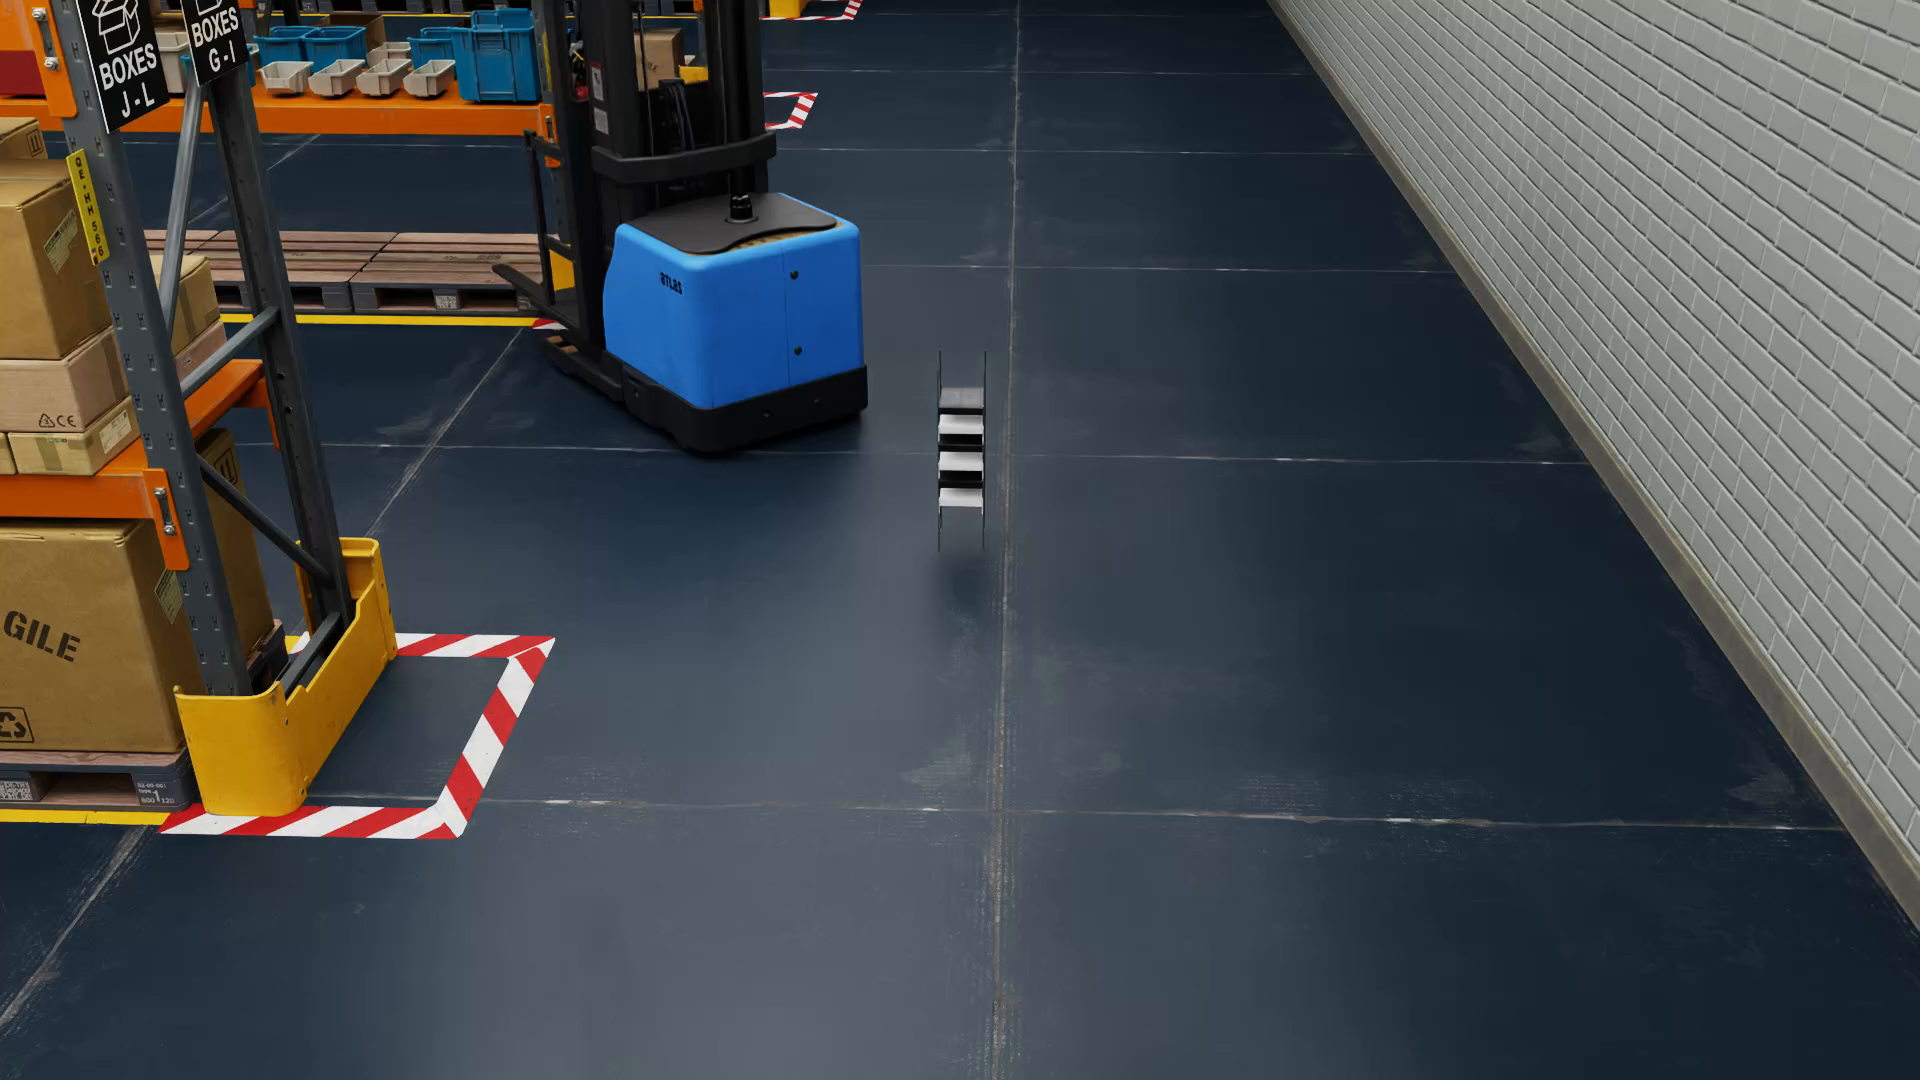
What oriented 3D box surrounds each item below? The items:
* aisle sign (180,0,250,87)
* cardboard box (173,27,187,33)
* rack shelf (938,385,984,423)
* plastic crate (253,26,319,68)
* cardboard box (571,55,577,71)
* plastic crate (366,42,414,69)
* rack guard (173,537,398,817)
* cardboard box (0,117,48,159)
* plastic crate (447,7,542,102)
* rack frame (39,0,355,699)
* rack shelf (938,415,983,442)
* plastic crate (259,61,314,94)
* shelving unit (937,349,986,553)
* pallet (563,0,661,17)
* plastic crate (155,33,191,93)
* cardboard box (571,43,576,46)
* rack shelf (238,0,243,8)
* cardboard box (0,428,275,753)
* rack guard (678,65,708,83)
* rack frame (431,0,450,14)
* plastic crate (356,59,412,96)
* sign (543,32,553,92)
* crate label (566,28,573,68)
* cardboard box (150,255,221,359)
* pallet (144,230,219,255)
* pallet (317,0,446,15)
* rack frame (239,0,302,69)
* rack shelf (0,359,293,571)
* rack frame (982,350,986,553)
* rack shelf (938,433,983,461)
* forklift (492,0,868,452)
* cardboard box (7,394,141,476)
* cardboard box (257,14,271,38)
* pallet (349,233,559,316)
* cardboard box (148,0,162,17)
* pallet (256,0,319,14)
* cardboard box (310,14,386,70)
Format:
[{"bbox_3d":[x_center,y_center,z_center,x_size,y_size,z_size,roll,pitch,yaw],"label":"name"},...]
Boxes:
[{"bbox_3d":[-2.456,-1.907,5.369,0.004,0.787,0.394,1,28,2],"label":"aisle sign"},{"bbox_3d":[-6.686,-4.286,14.832,0.500,0.500,0.500,1,28,2],"label":"cardboard box"},{"bbox_3d":[0.008,-0.607,7.428,0.200,0.077,0.258,1,28,2],"label":"rack shelf"},{"bbox_3d":[-4.215,-3.075,10.463,0.300,0.233,0.416,1,28,2],"label":"plastic crate"},{"bbox_3d":[-3.686,-4.159,14.859,0.500,0.250,0.500,1,28,2],"label":"cardboard box"},{"bbox_3d":[-3.594,-3.061,10.539,0.298,0.136,0.250,1,28,2],"label":"plastic crate"},{"bbox_3d":[-2.514,0.486,6.300,0.348,0.500,1.175,1,28,2],"label":"rack guard"},{"bbox_3d":[-3.508,-1.158,5.774,0.500,0.500,0.500,0,28,1],"label":"cardboard box"},{"bbox_3d":[-2.705,-2.898,9.912,0.499,0.435,0.616,1,28,2],"label":"plastic crate"},{"bbox_3d":[-2.538,-0.619,5.715,0.127,3.000,1.000,1,28,2],"label":"rack frame"},{"bbox_3d":[0.008,-0.527,7.470,0.200,0.077,0.258,1,28,2],"label":"rack shelf"},{"bbox_3d":[-4.050,-2.777,10.004,0.250,0.136,0.298,1,28,2],"label":"plastic crate"},{"bbox_3d":[0.008,-0.397,7.539,0.210,0.900,0.258,1,28,2],"label":"shelving unit"},{"bbox_3d":[-4.032,-6.341,19.486,1.213,0.211,1.003,1,28,2],"label":"pallet"},{"bbox_3d":[-4.842,-2.866,10.017,0.530,0.282,0.437,1,28,2],"label":"plastic crate"},{"bbox_3d":[-3.718,-4.394,15.302,0.500,0.250,0.500,1,28,2],"label":"cardboard box"},{"bbox_3d":[-8.181,-5.037,14.818,4.000,0.370,1.077,1,28,2],"label":"rack shelf"},{"bbox_3d":[-3.181,0.161,6.064,0.875,0.875,0.875,1,28,2],"label":"cardboard box"},{"bbox_3d":[-2.261,-4.153,15.050,0.348,0.500,1.175,1,28,2],"label":"rack guard"},{"bbox_3d":[-6.011,-7.641,18.961,0.127,3.000,1.000,1,28,2],"label":"rack frame"},{"bbox_3d":[-3.474,-2.788,10.024,0.243,0.136,0.396,1,28,2],"label":"plastic crate"},{"bbox_3d":[-2.367,-2.752,9.564,0.005,0.325,0.100,1,28,2],"label":"sign"},{"bbox_3d":[-2.599,-3.048,10.412,0.303,0.233,0.416,1,28,2],"label":"crate label"},{"bbox_3d":[-3.009,-0.819,5.934,0.500,0.250,0.500,0,28,0],"label":"cardboard box"},{"bbox_3d":[-5.625,-1.778,10.878,1.213,0.211,1.003,1,28,2],"label":"pallet"},{"bbox_3d":[-6.785,-6.386,19.572,1.213,0.211,1.003,1,28,2],"label":"pallet"},{"bbox_3d":[-6.183,-5.322,14.587,0.127,3.000,1.000,1,28,2],"label":"rack frame"},{"bbox_3d":[-4.537,-0.334,5.946,4.000,0.370,1.077,1,28,2],"label":"rack shelf"},{"bbox_3d":[0.110,-0.396,7.536,0.006,0.900,0.240,1,28,2],"label":"rack frame"},{"bbox_3d":[0.008,-0.448,7.512,0.200,0.077,0.258,1,28,2],"label":"rack shelf"},{"bbox_3d":[-1.789,-2.367,9.086,1.130,2.935,3.031,-20,34,-32],"label":"forklift"},{"bbox_3d":[-2.906,-0.360,5.495,0.250,0.149,0.380,1,28,3],"label":"cardboard box"},{"bbox_3d":[-6.657,-4.534,15.300,0.500,0.500,0.500,0,28,-1],"label":"cardboard box"},{"bbox_3d":[-3.186,-1.737,10.802,1.213,0.211,1.003,1,28,2],"label":"pallet"},{"bbox_3d":[-7.657,-4.882,15.155,0.500,0.250,0.500,1,28,2],"label":"cardboard box"},{"bbox_3d":[-8.008,-6.405,19.608,1.213,0.211,1.003,1,28,2],"label":"pallet"},{"bbox_3d":[-5.603,-4.535,15.302,0.500,0.500,0.500,1,28,2],"label":"cardboard box"}]
